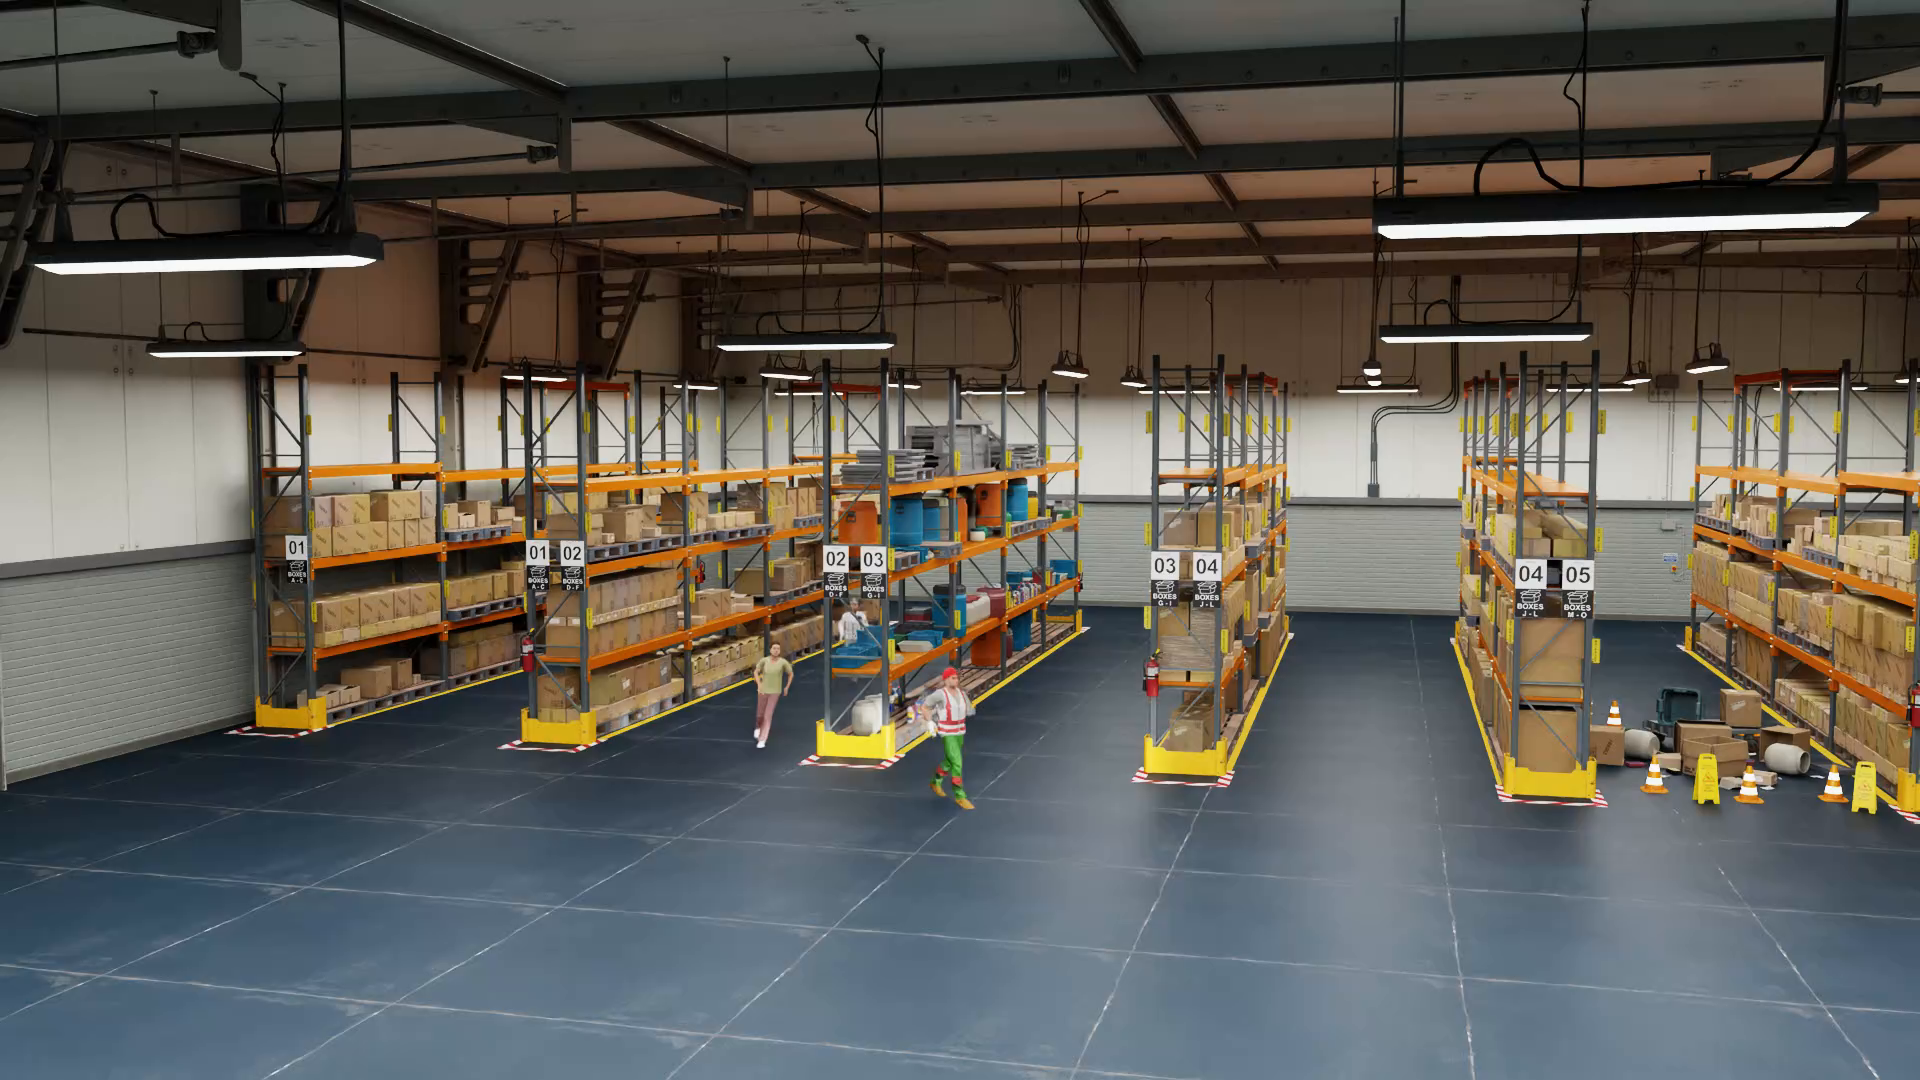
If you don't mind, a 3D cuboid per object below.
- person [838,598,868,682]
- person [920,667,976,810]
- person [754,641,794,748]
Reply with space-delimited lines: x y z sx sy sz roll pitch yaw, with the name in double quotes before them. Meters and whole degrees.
"person" -2.070 1.943 32.264 0.599 1.657 0.562 0 4 -2
"person" -0.117 2.575 21.873 0.925 1.810 0.656 4 5 43
"person" -2.932 2.391 26.077 0.646 1.635 0.720 0 4 -2
